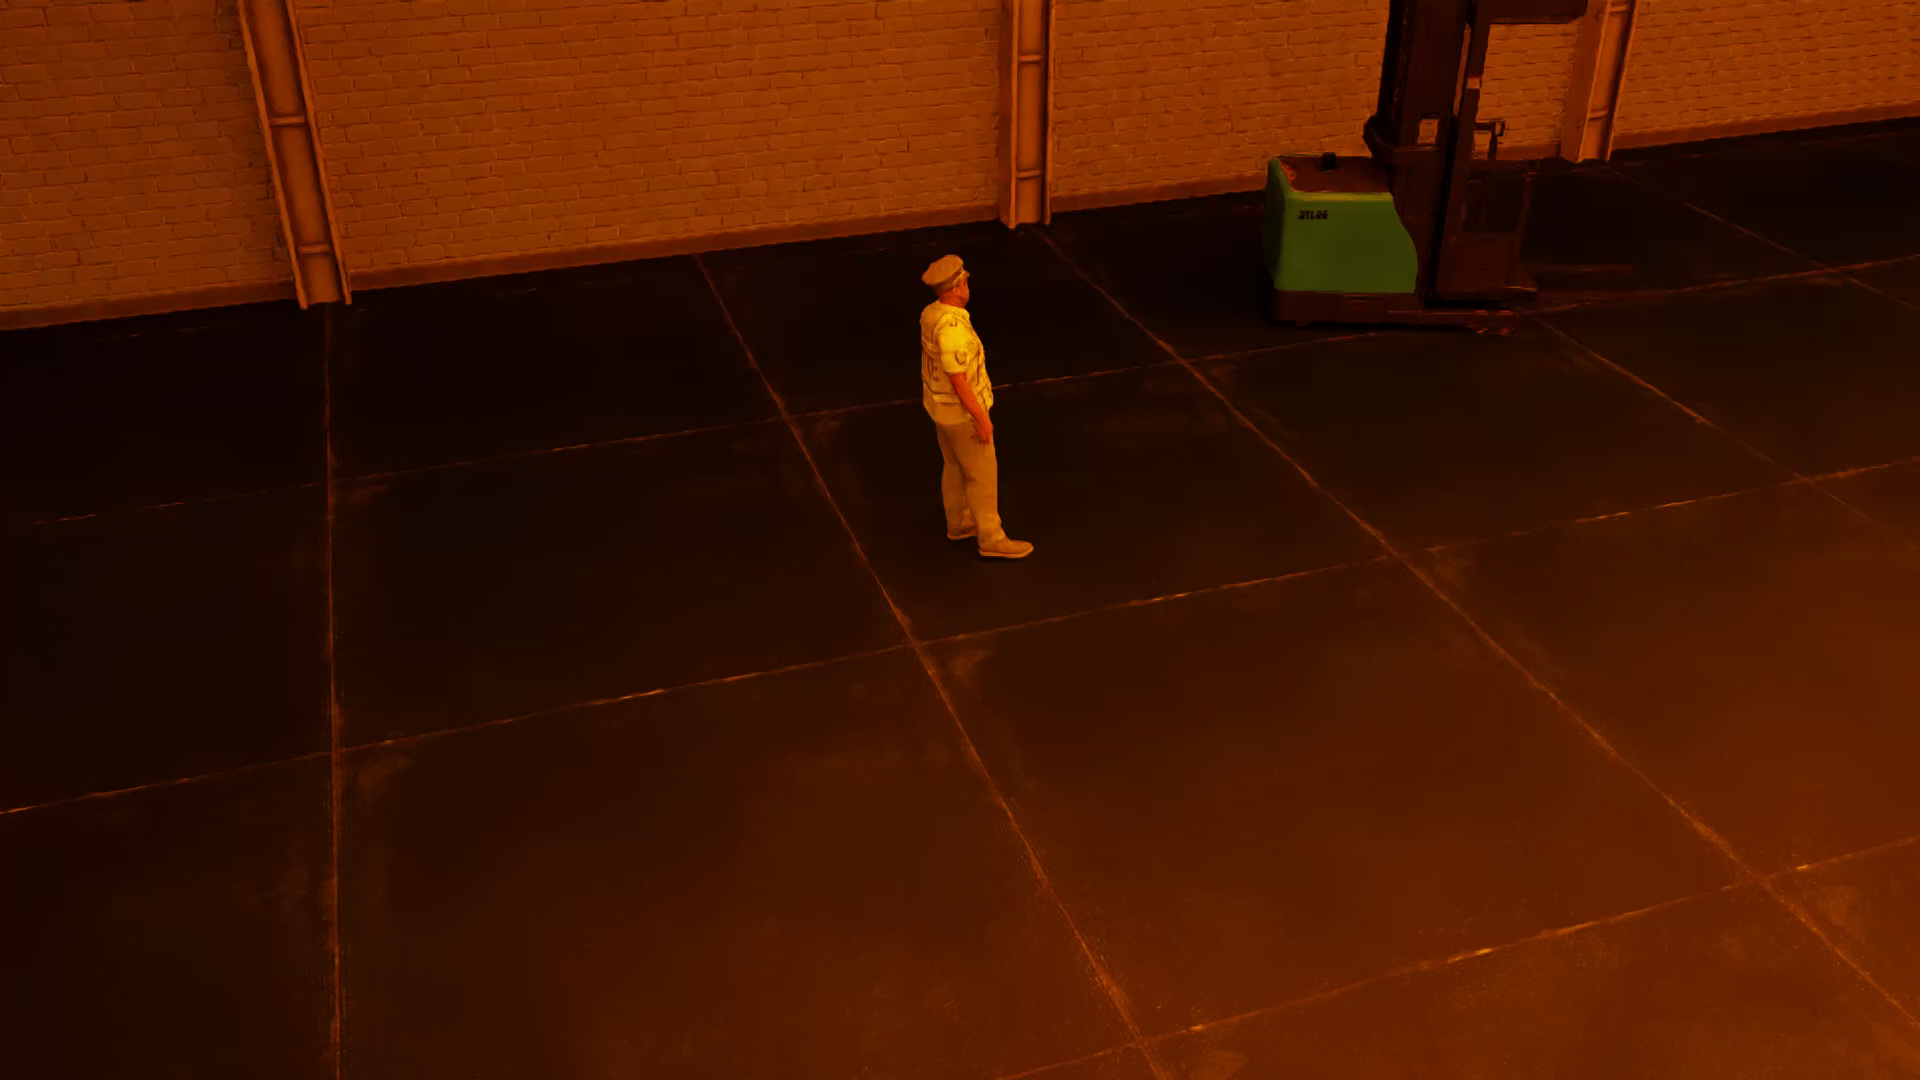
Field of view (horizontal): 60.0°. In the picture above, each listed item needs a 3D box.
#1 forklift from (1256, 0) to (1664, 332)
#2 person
[{"bbox_3d":[3.933,-3.141,12.546,3.031,2.935,1.130,1,30,1],"label":"forklift"},{"bbox_3d":[0.078,-0.786,9.589,0.574,1.781,0.640,-10,31,-16],"label":"person"}]
